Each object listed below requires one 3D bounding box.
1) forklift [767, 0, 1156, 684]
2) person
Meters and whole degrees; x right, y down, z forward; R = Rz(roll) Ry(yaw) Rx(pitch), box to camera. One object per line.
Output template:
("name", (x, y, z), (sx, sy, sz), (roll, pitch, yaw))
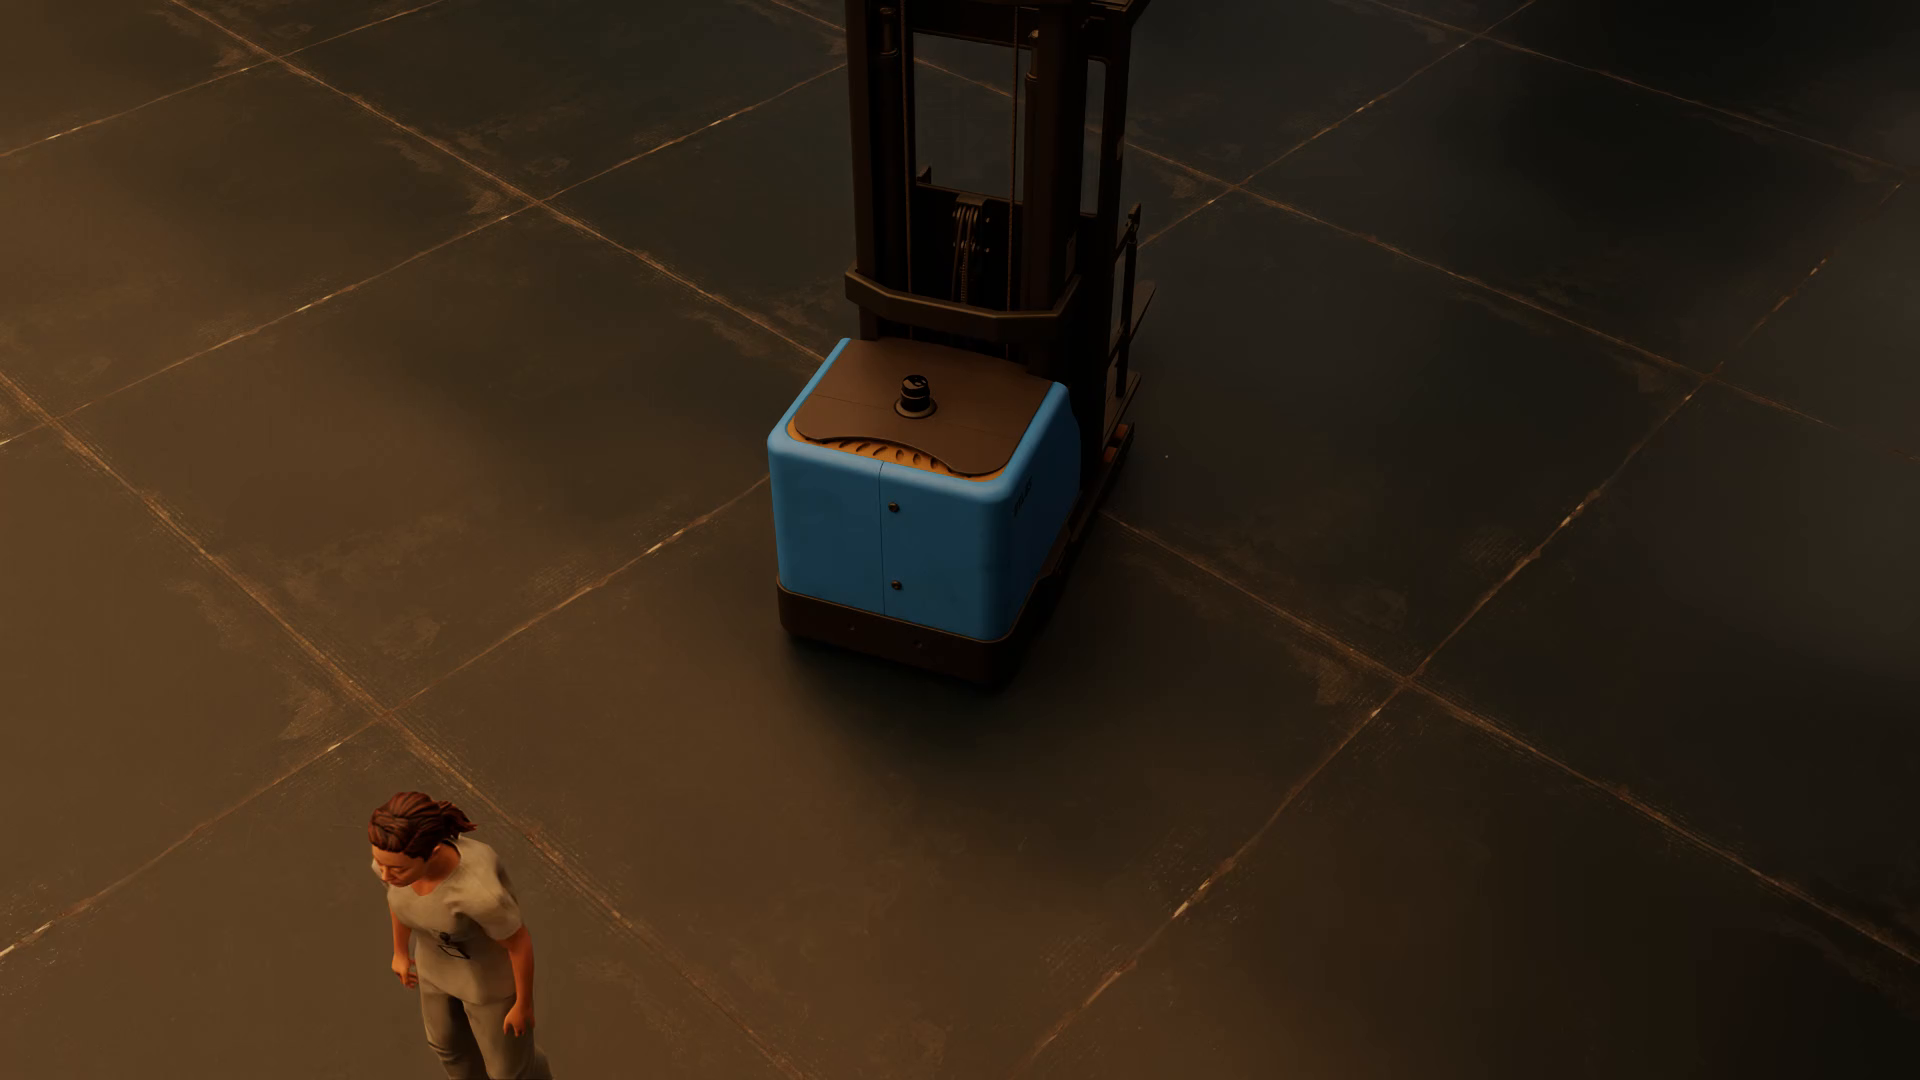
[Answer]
("forklift", (0.211, -1.484, 7.158), (1.130, 2.935, 3.031), (14, 42, 15))
("person", (-1.452, 1.283, 4.900), (0.504, 1.673, 0.353), (18, 44, 20))
